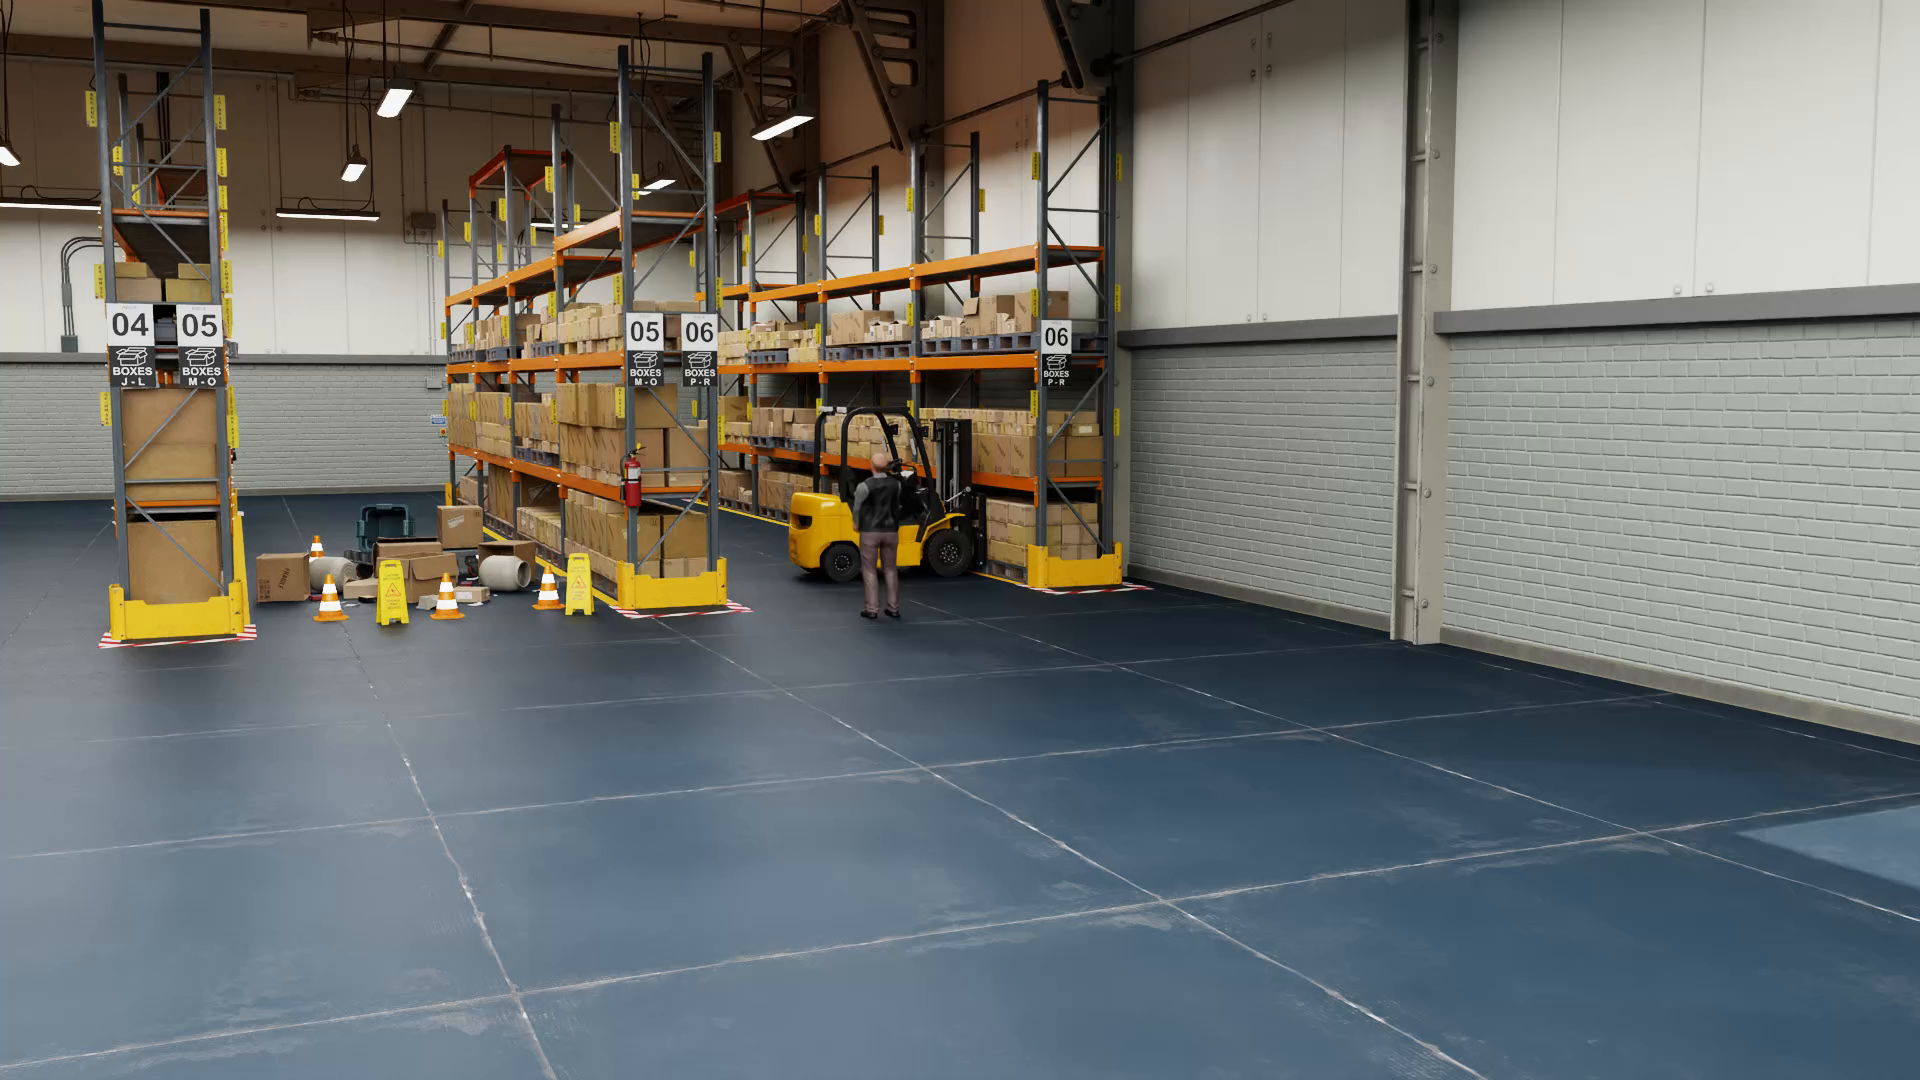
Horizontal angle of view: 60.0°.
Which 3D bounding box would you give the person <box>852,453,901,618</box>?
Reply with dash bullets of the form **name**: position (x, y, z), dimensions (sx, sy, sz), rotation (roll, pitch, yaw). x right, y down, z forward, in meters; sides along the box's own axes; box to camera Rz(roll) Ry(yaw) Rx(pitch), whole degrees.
- **person**: position (-0.884, -0.059, 17.504), dimensions (0.467, 1.722, 0.548), rotation (-3, 6, -27)
